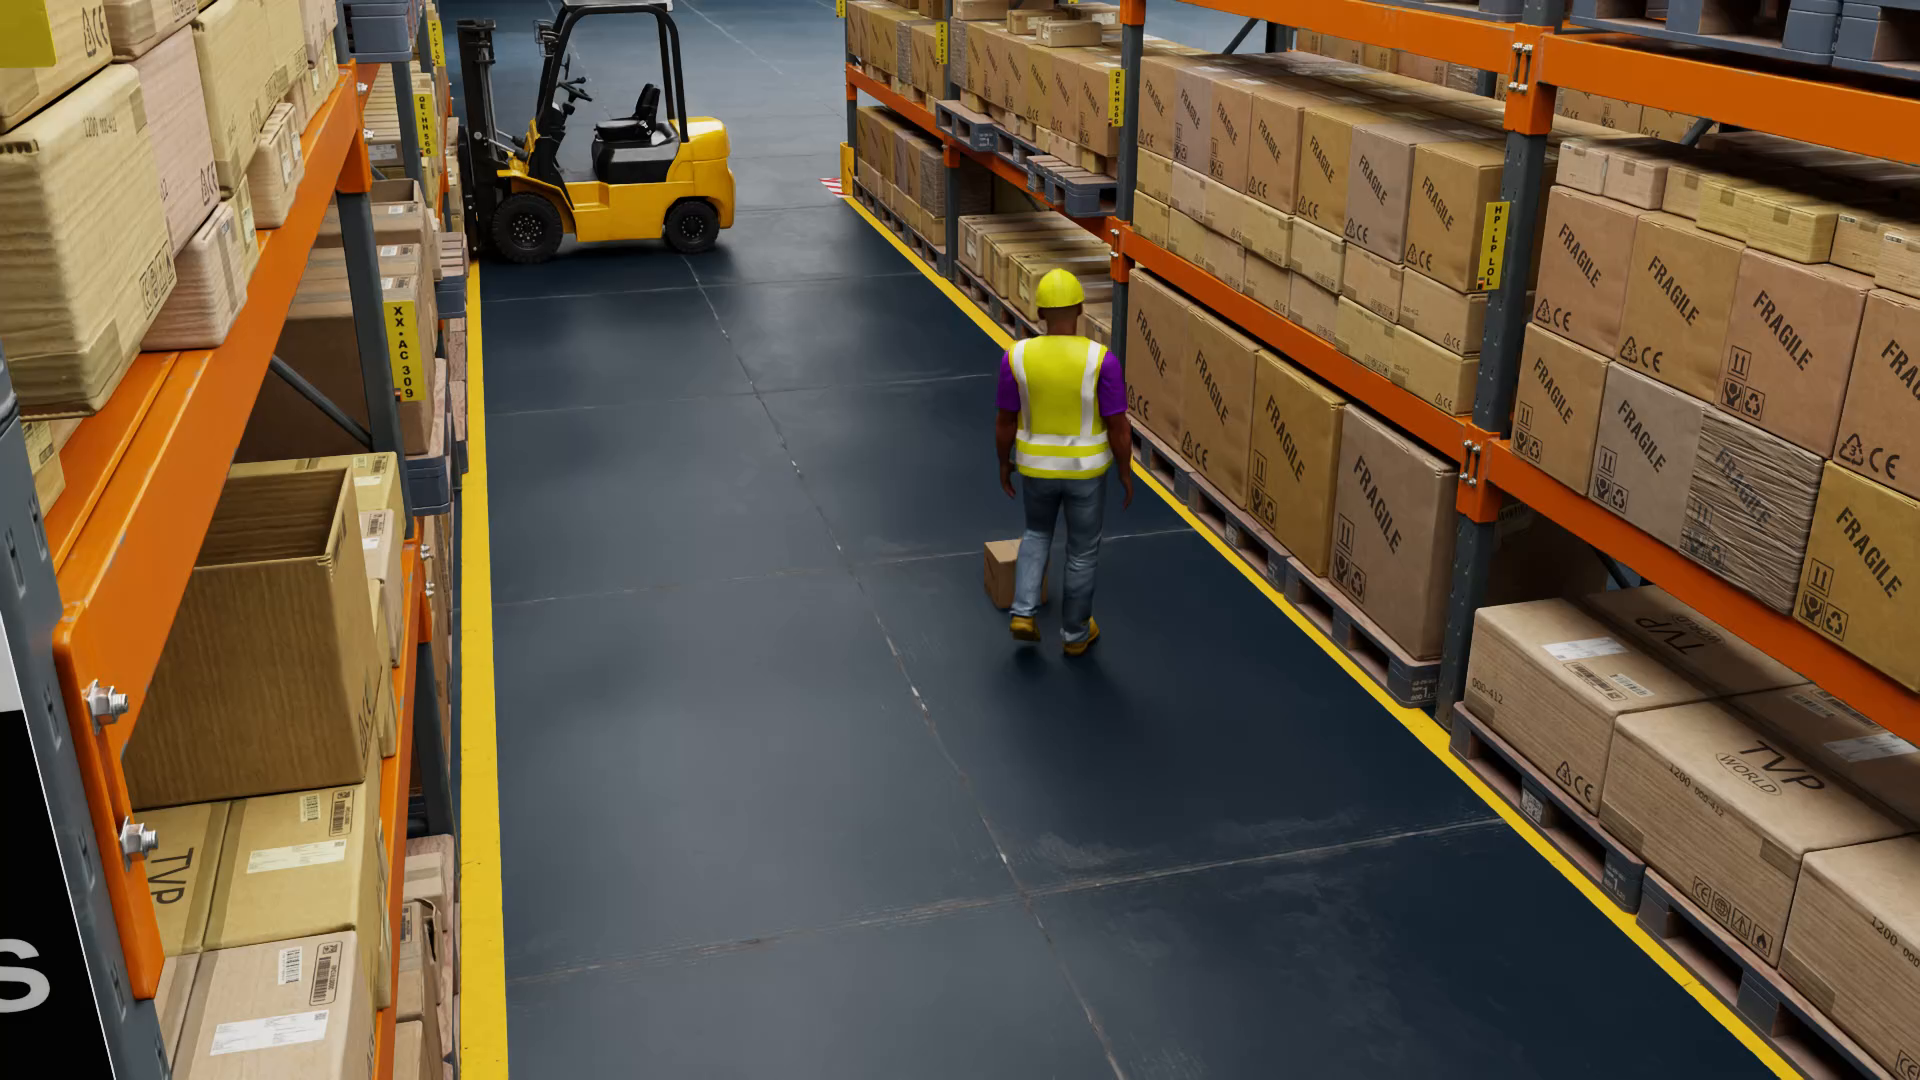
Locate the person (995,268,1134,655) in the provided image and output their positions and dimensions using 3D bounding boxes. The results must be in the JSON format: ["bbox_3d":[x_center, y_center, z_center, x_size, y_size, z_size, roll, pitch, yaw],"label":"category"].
[{"bbox_3d":[0.469,-0.321,7.307,0.613,1.763,0.466,7,24,15],"label":"person"}]
